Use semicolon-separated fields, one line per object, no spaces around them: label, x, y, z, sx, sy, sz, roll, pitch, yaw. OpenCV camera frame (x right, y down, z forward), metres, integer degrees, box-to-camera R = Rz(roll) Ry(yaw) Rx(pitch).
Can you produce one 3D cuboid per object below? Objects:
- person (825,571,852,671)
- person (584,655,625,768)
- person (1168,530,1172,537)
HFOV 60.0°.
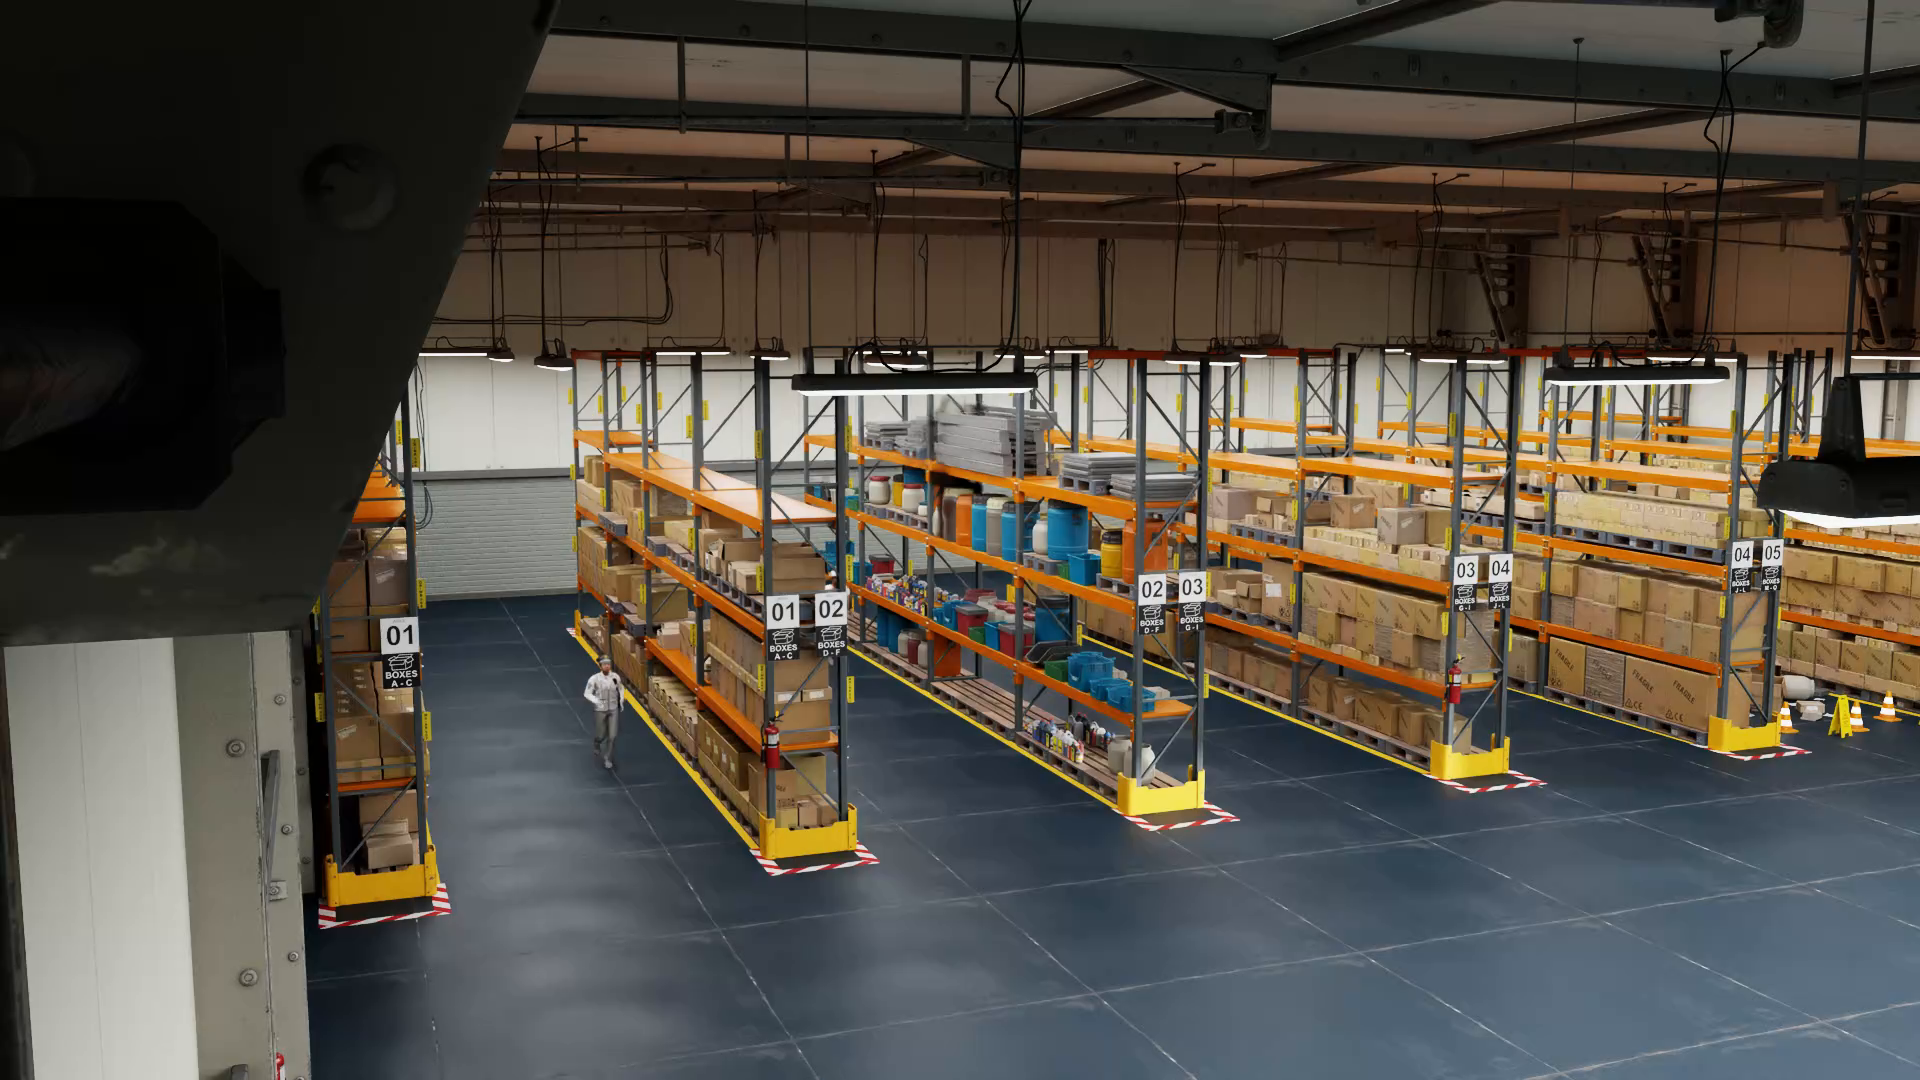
person;-2.246;1.435;30.274;0.688;1.800;0.864;-3;8;-21
person;-5.197;2.483;24.396;0.616;1.657;0.620;-4;8;-27
person;5.003;0.506;40.542;0.618;1.621;0.532;5;8;33
